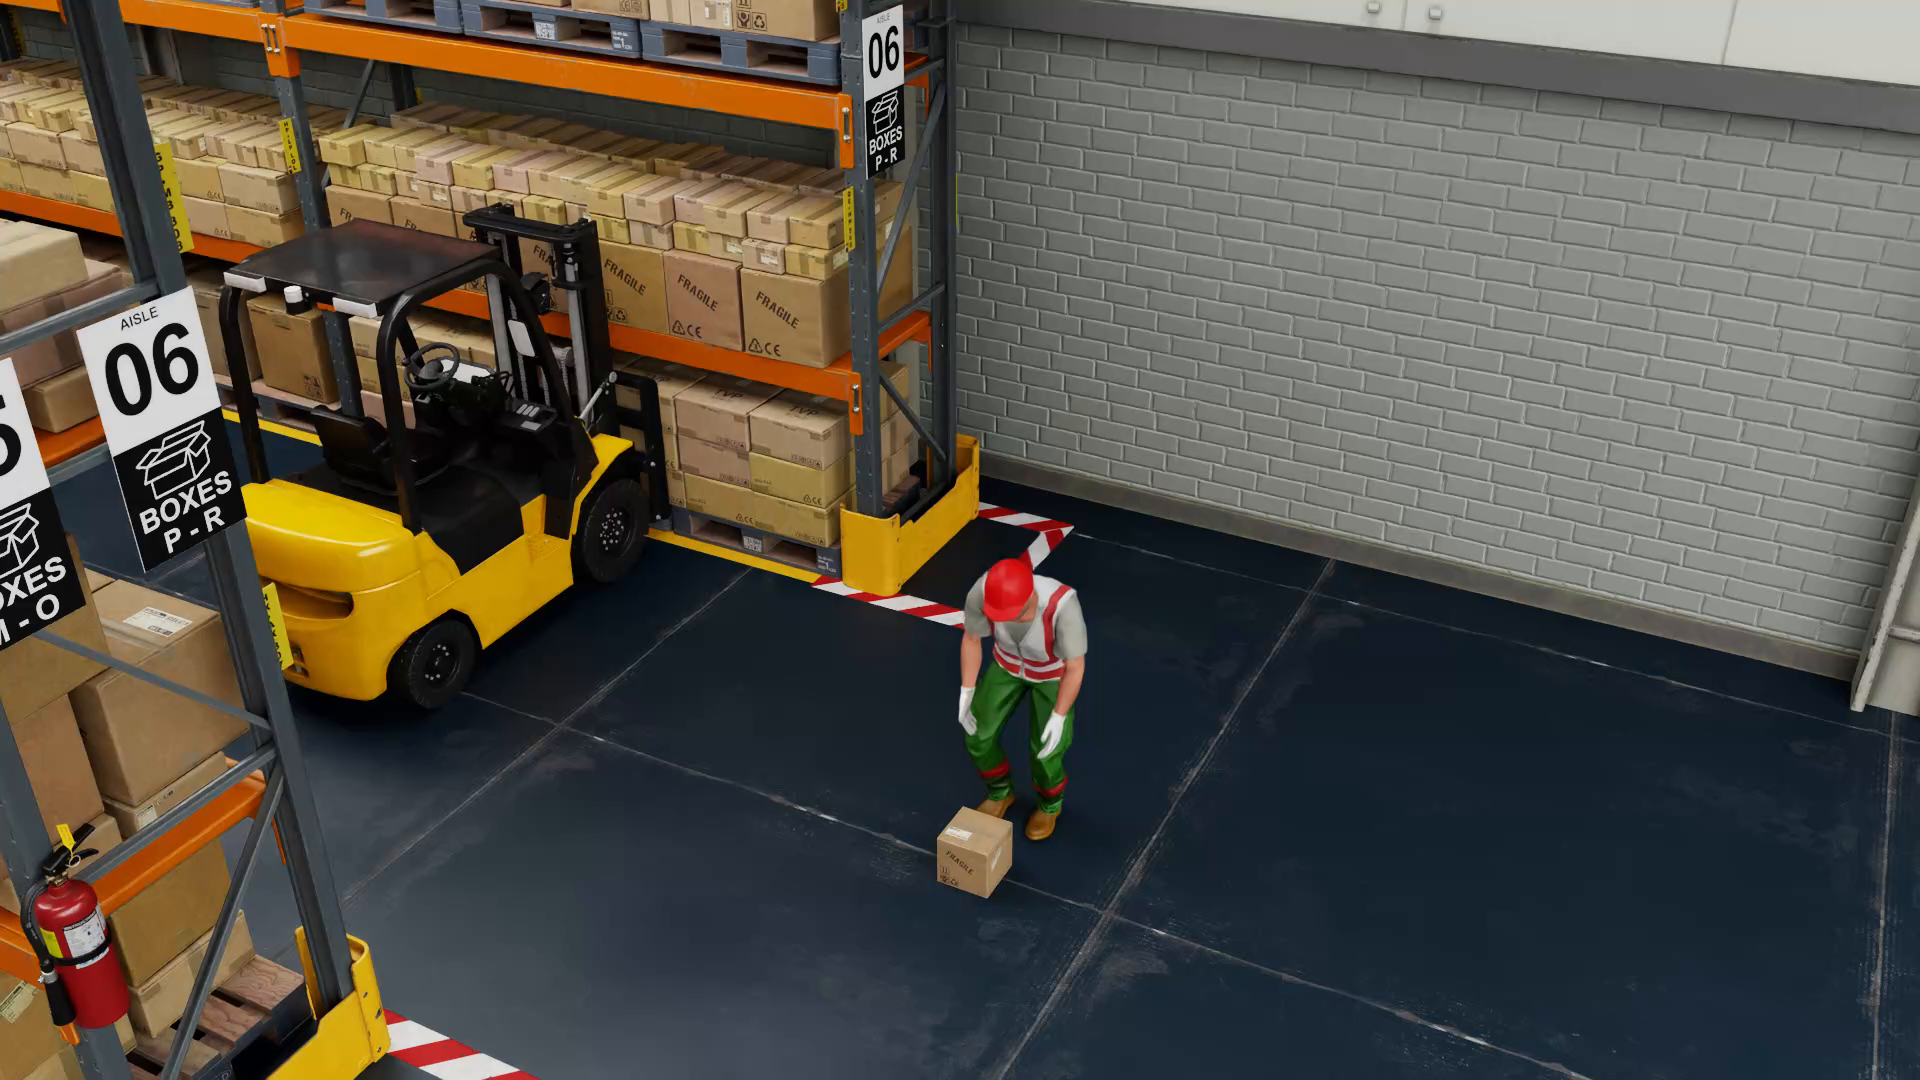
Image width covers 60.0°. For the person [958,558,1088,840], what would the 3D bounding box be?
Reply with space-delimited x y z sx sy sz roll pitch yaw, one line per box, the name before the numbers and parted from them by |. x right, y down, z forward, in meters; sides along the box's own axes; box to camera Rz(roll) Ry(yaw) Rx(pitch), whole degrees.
person | 0.295 0.661 7.379 0.579 1.528 0.690 15 33 24
